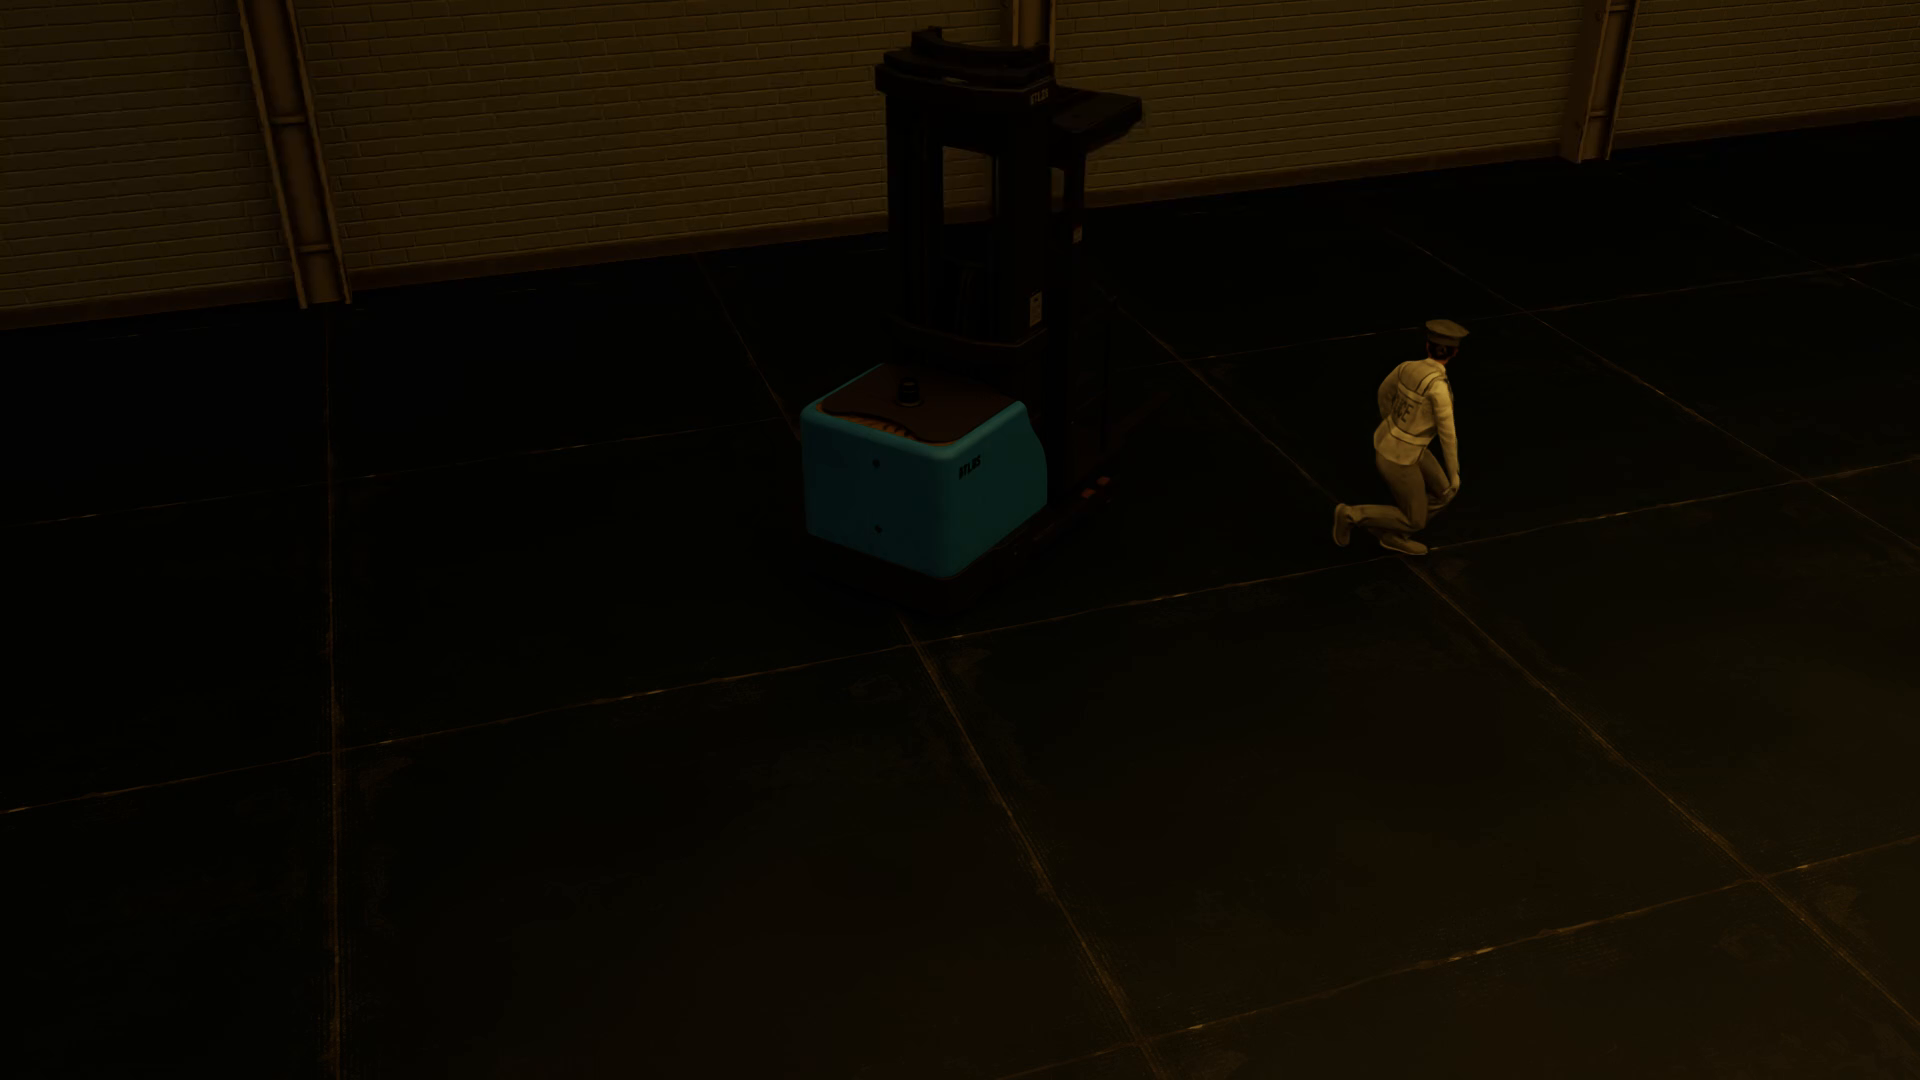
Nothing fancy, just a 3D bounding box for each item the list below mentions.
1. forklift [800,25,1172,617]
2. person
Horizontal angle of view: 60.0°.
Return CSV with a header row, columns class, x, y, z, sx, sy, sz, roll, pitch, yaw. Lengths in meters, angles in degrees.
class,x,y,z,sx,sy,sz,roll,pitch,yaw
forklift,0.333,-1.540,9.763,1.130,2.935,3.031,18,35,29
person,2.542,-0.566,9.576,0.666,1.456,0.635,5,30,8
